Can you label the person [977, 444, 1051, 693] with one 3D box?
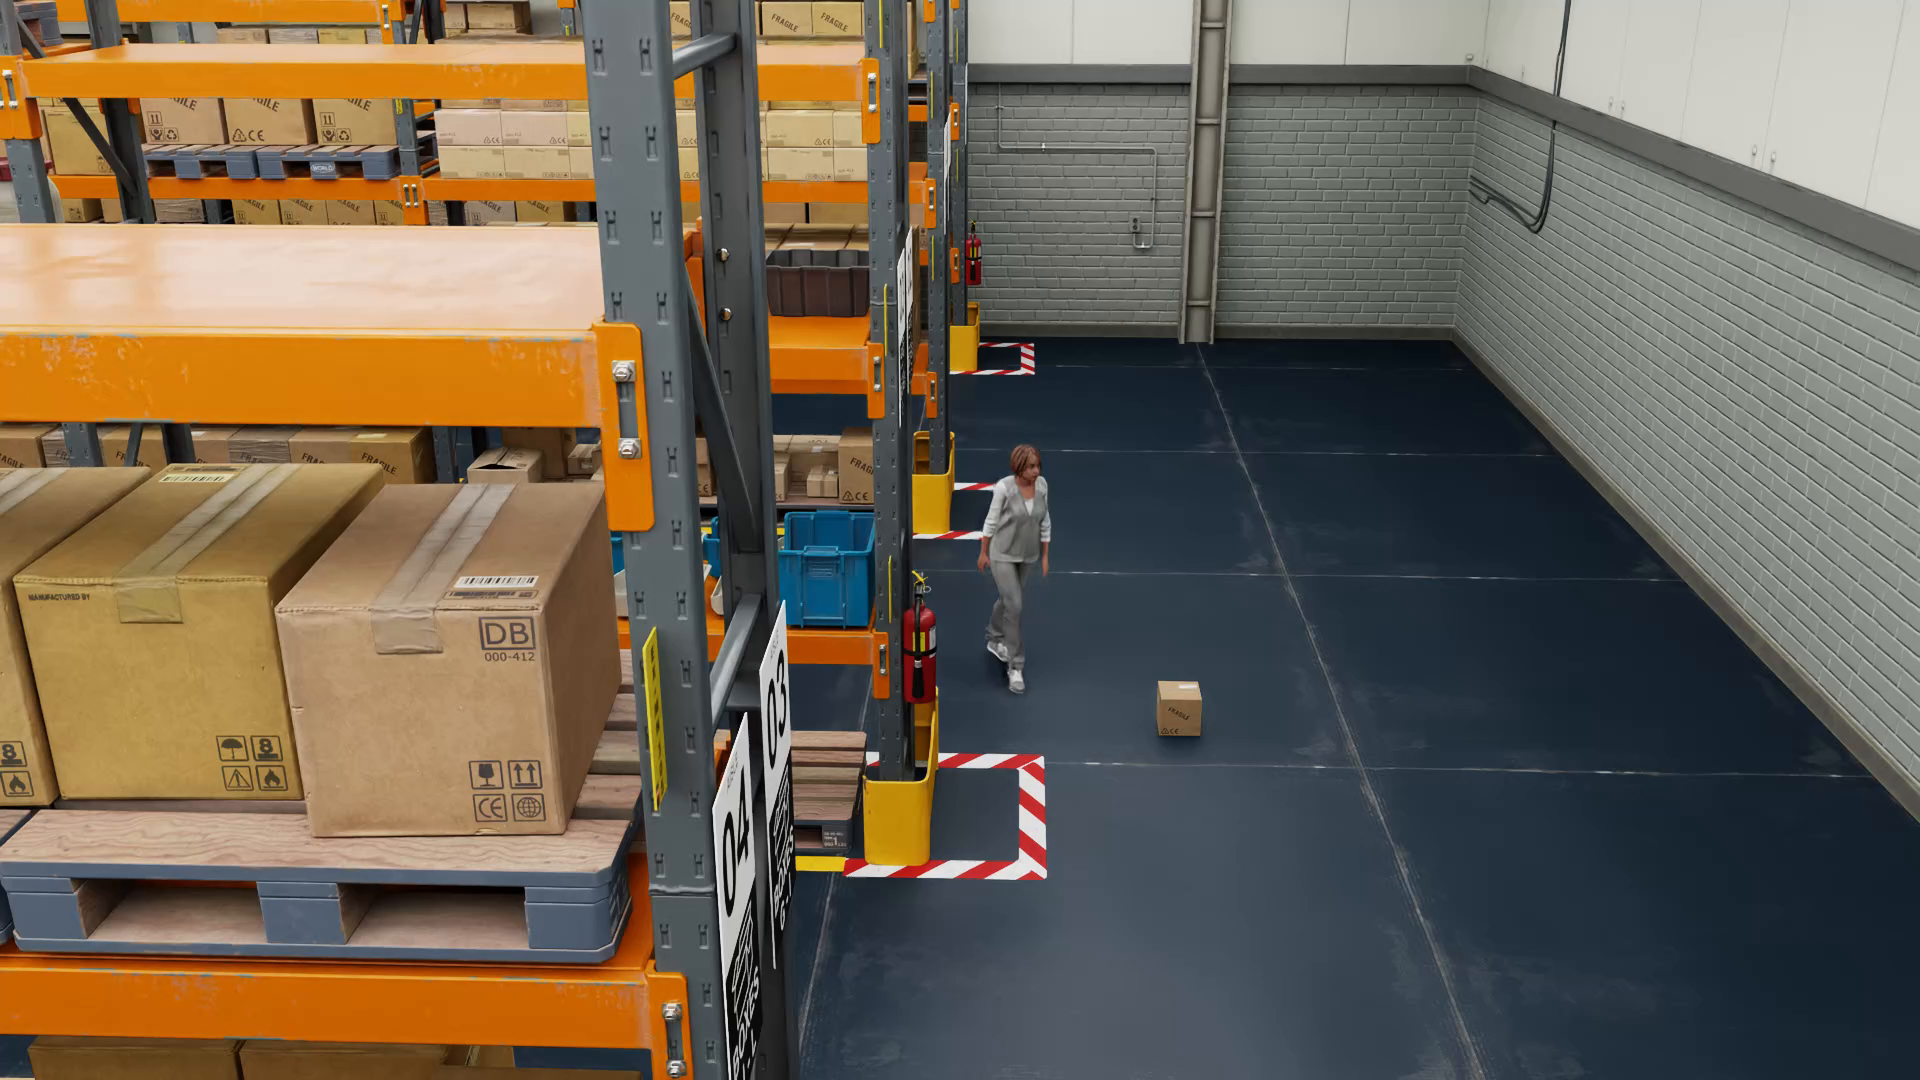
[{"bbox_3d":[0.362,0.124,10.795,0.437,1.610,0.645,-13,25,-30],"label":"person"}]
